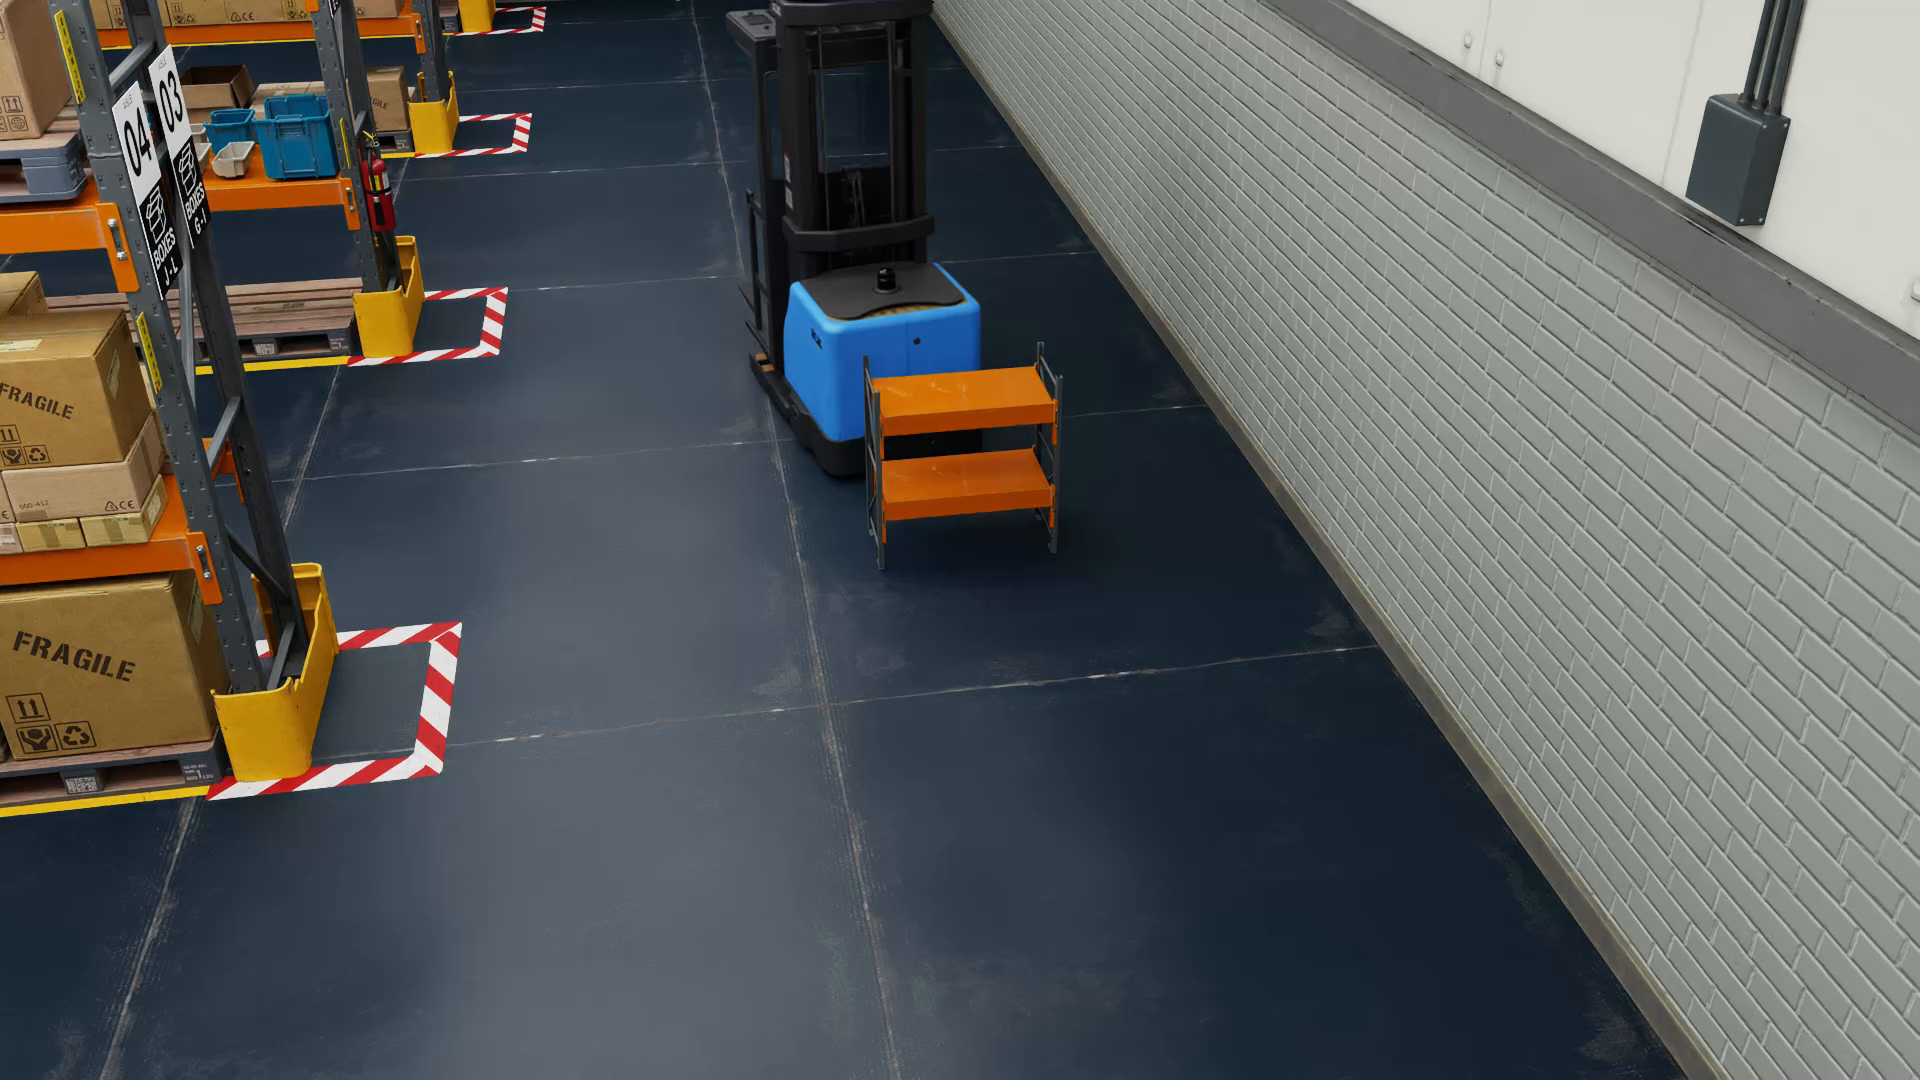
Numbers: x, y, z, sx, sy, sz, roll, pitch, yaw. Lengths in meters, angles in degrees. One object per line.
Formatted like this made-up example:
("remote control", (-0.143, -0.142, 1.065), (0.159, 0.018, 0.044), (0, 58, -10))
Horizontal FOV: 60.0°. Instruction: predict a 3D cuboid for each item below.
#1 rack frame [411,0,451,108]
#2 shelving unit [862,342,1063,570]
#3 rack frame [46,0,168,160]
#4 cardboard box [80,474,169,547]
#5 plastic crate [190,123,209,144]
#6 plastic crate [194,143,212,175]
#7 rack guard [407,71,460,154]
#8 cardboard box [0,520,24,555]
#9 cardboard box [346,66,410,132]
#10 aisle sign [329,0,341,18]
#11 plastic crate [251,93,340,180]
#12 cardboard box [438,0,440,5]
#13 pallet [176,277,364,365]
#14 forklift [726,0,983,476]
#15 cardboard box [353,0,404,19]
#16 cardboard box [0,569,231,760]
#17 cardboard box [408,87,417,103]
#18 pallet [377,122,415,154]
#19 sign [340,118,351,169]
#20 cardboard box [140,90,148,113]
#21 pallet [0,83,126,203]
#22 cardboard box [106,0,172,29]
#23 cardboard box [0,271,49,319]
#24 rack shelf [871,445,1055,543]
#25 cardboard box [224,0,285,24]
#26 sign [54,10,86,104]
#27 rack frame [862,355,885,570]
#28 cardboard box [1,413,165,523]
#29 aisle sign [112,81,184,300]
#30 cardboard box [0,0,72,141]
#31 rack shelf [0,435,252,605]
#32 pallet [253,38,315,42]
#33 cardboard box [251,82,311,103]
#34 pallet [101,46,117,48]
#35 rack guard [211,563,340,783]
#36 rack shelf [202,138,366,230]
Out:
("rack frame", (-5.194, -5.378, 16.052), (0.127, 3.000, 1.000), (-5, 31, -9))
("shelving unit", (0.007, -0.486, 9.580), (1.048, 1.125, 0.538), (-5, 31, -9))
("rack frame", (-3.414, -3.025, 6.131), (0.127, 3.000, 1.000), (-5, 31, -9))
("cardboard box", (-3.705, -0.134, 7.381), (0.250, 0.149, 0.380), (-5, 31, -8))
("plastic crate", (-5.606, -2.912, 12.059), (0.298, 0.136, 0.250), (-5, 31, -9))
("plastic crate", (-5.363, -2.636, 11.590), (0.243, 0.136, 0.396), (-5, 31, -9))
("rack guard", (-5.269, -4.294, 16.674), (0.348, 0.500, 1.175), (-5, 31, -9))
("cardboard box", (-4.208, -0.087, 7.301), (0.250, 0.149, 0.380), (-5, 31, -9))
("cardboard box", (-5.685, -4.318, 16.281), (0.500, 0.500, 0.500), (-5, 31, -9))
("aisle sign", (-4.182, -3.889, 10.955), (0.004, 0.787, 0.394), (-5, 31, -9))
("plastic crate", (-4.602, -2.826, 11.617), (0.499, 0.435, 0.616), (-5, 31, -9))
("cardboard box", (-6.761, -6.837, 20.585), (0.500, 0.500, 0.700), (-5, 31, -9))
("pallet", (-5.124, -1.650, 12.463), (1.213, 0.211, 1.003), (-5, 31, -9))
("forklift", (-0.854, -2.399, 11.052), (1.130, 2.935, 3.031), (-11, 32, -18))
("cardboard box", (-5.586, -5.245, 15.726), (0.500, 0.500, 0.500), (-4, 31, -7))
("cardboard box", (-4.029, 0.394, 7.916), (0.875, 0.875, 0.875), (-5, 31, -9))
("cardboard box", (-5.668, -4.472, 16.889), (0.250, 0.149, 0.380), (-5, 31, -9))
("pallet", (-6.053, -4.096, 16.622), (1.213, 0.211, 1.003), (-5, 31, -9))
("sign", (-4.191, -2.706, 11.346), (0.005, 0.325, 0.100), (-5, 31, -9))
("cardboard box", (-7.882, -4.306, 16.446), (0.500, 0.311, 0.500), (-5, 31, -9))
("pallet", (-4.142, -1.621, 6.789), (1.213, 0.211, 1.003), (-5, 31, -9))
("cardboard box", (-7.583, -5.060, 15.411), (0.500, 0.500, 0.500), (-5, 31, -9))
("cardboard box", (-4.426, -0.871, 7.501), (0.500, 0.500, 0.500), (-6, 31, -10))
("rack shelf", (0.007, -0.275, 9.704), (1.000, 0.278, 0.538), (-5, 31, -9))
("cardboard box", (-6.587, -5.153, 15.570), (0.500, 0.500, 0.500), (-5, 31, -9))
("sign", (-3.330, -1.808, 6.224), (0.005, 0.325, 0.100), (-5, 31, -9))
("rack frame", (-0.493, -0.439, 9.501), (0.032, 1.125, 0.500), (-5, 31, -9))
("cardboard box", (-3.843, -0.326, 7.314), (0.500, 0.250, 0.500), (-6, 31, -10))
("aisle sign", (-3.289, -1.416, 6.749), (0.004, 0.787, 0.394), (-5, 31, -9))
("cardboard box", (-3.916, -1.925, 6.608), (0.500, 0.500, 0.700), (-7, 31, -12))
("rack shelf", (-5.381, 0.054, 7.523), (4.000, 0.370, 1.077), (-5, 31, -9))
("pallet", (-8.060, -6.424, 20.581), (1.213, 0.211, 1.003), (-5, 31, -9))
("cardboard box", (-6.764, -4.383, 16.638), (0.500, 0.250, 0.500), (-5, 31, -9))
("pallet", (-10.770, -6.172, 20.154), (1.213, 0.211, 1.003), (-5, 31, -9))
("rack guard", (-3.390, 0.637, 8.289), (0.348, 0.500, 1.175), (-5, 31, -9))
("rack shelf", (-6.273, -2.416, 11.723), (4.000, 0.370, 1.077), (-5, 31, -9))
